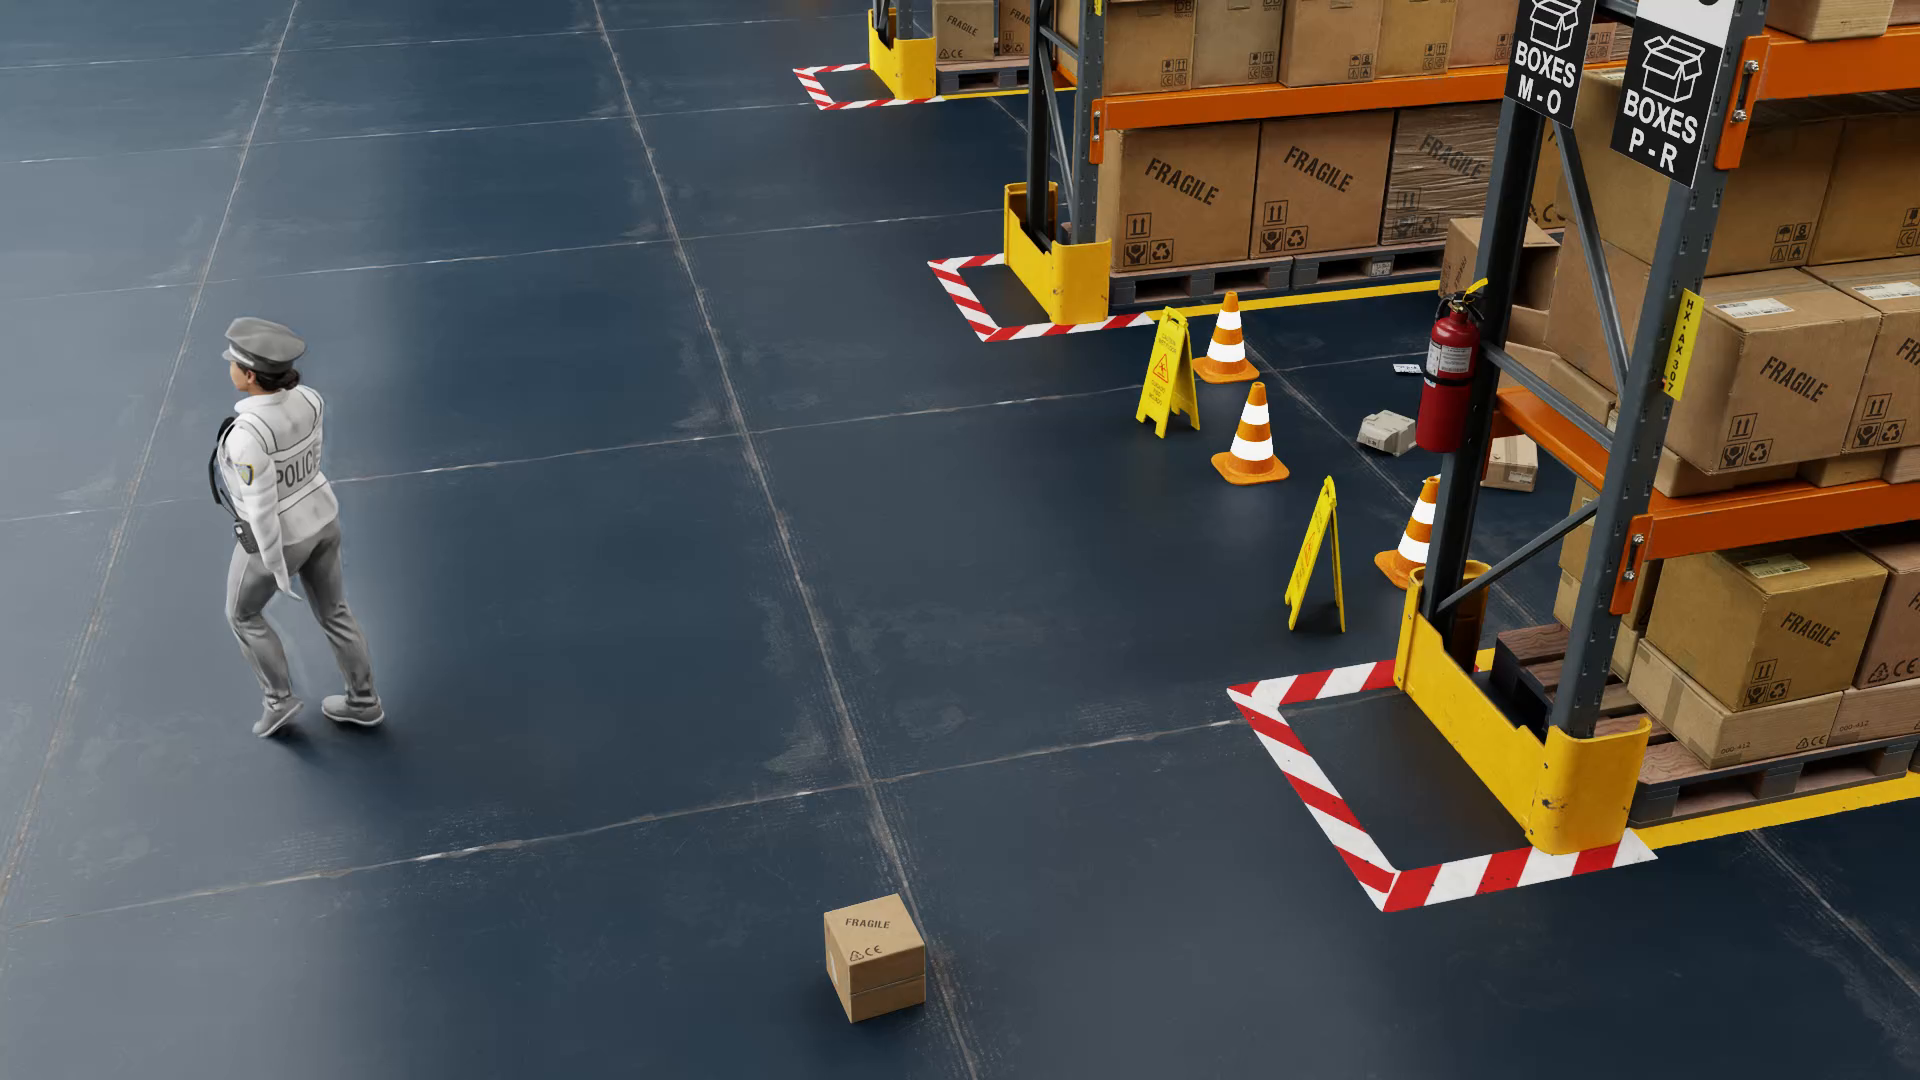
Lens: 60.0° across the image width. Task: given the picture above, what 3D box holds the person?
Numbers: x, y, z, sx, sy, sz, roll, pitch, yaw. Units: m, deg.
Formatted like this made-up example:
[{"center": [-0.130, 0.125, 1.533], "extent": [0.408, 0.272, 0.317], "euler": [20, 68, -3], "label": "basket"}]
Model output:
[{"center": [-2.490, -0.005, 6.132], "extent": [0.504, 1.748, 0.486], "euler": [12, 33, 20], "label": "person"}]
